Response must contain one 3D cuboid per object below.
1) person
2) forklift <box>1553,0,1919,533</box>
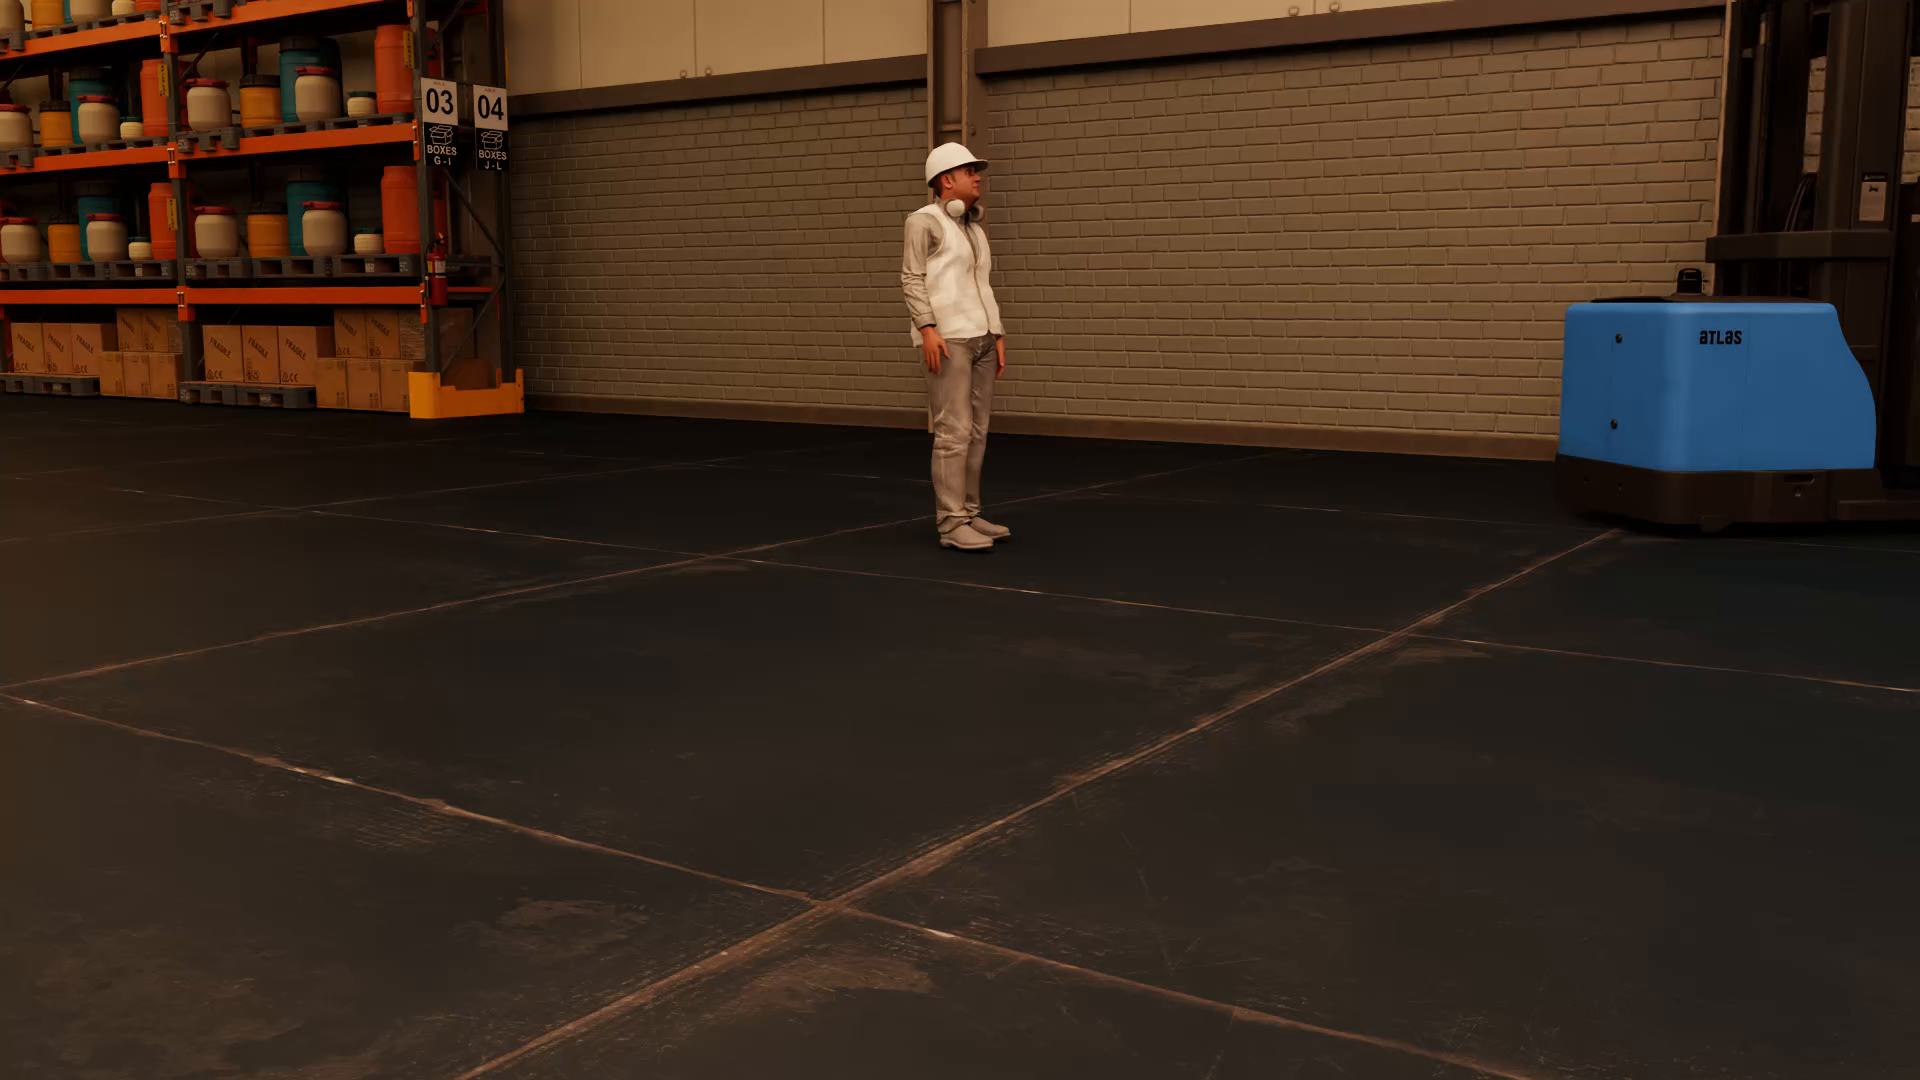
[{"bbox_3d":[0.047,-0.880,7.437,0.568,1.773,0.632,5,10,34],"label":"person"},{"bbox_3d":[4.604,-1.558,8.147,3.031,2.935,1.130,-1,8,-10],"label":"forklift"}]
